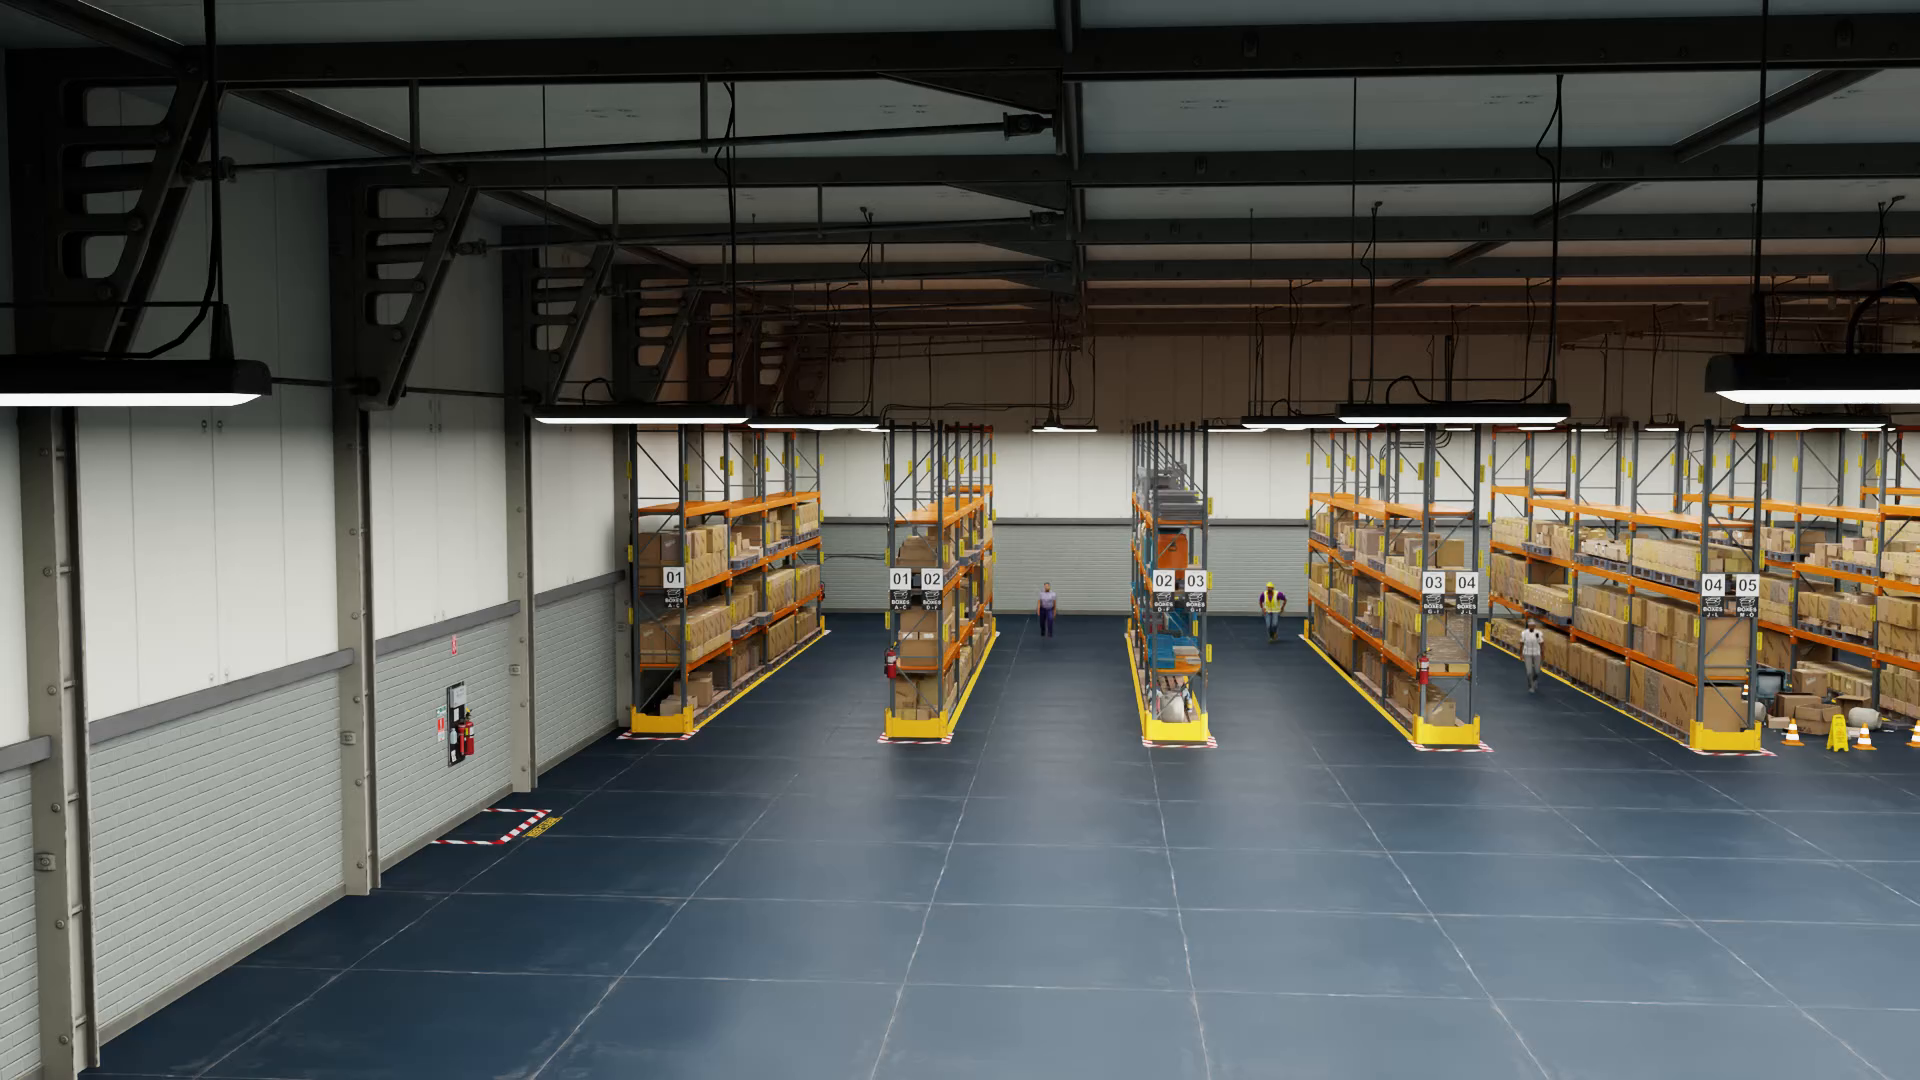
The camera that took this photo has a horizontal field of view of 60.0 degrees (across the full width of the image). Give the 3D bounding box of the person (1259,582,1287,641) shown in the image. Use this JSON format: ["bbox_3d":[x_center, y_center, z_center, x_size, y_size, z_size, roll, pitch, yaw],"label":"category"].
[{"bbox_3d":[8.640,1.984,45.944,0.741,1.668,0.683,1,4,15],"label":"person"}]

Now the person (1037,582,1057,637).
[{"bbox_3d":[2.357,1.890,45.000,0.517,1.502,1.043,0,4,4],"label":"person"}]

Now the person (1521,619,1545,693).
[{"bbox_3d":[12.763,2.561,37.081,0.507,1.650,0.594,1,4,17],"label":"person"}]
